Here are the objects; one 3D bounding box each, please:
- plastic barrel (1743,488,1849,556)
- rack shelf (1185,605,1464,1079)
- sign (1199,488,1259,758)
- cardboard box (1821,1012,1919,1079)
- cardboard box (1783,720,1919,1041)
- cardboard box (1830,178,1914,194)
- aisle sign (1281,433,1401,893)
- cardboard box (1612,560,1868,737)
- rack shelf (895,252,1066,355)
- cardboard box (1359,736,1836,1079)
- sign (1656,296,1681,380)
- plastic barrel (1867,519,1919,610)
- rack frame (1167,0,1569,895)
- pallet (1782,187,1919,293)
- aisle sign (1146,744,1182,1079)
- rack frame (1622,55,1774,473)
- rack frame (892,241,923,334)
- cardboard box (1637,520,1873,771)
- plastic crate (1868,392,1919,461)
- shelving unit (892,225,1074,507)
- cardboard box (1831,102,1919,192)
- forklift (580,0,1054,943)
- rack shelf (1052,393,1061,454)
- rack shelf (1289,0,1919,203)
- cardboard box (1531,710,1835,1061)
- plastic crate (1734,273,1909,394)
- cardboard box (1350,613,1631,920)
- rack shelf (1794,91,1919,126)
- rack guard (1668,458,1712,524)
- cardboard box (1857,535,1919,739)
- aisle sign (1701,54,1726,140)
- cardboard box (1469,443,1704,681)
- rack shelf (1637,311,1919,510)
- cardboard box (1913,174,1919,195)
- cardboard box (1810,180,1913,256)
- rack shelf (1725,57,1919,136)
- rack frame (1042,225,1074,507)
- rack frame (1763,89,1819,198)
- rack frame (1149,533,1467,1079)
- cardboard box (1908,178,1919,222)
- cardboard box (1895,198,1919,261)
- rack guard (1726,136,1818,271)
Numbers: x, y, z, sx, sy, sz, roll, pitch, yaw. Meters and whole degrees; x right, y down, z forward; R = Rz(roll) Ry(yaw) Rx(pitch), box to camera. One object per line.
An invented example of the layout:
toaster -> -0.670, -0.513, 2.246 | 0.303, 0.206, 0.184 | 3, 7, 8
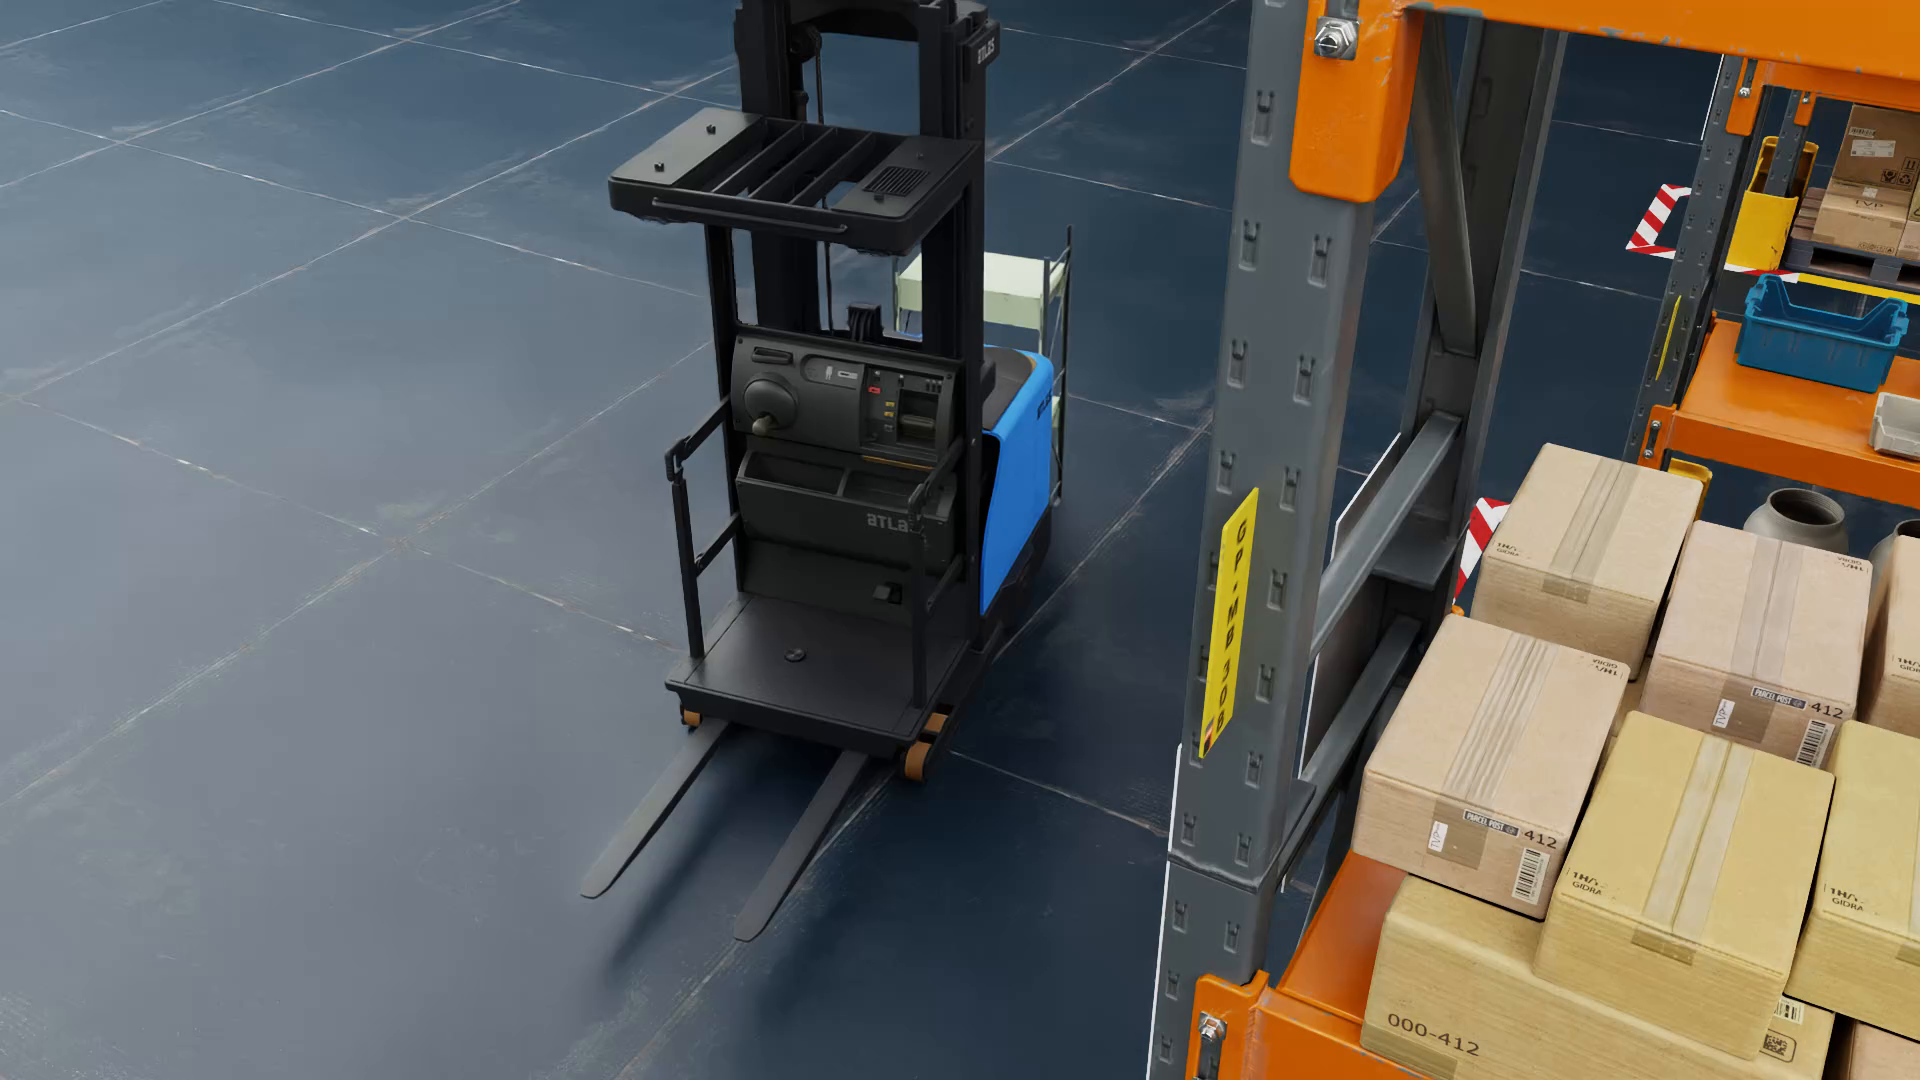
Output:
plastic barrel -> 3.643, 0.071, 7.303 | 0.421, 0.512, 0.421 | 0, 34, 0
rack shelf -> 2.313, 1.051, 1.909 | 4.000, 0.370, 1.077 | 18, 37, 24
sign -> 0.307, 0.099, 1.901 | 0.005, 0.325, 0.100 | 18, 37, 24
cardboard box -> 1.317, 0.659, 1.983 | 0.500, 0.250, 0.500 | 17, 37, 23
cardboard box -> 1.158, 0.413, 1.993 | 0.250, 0.149, 0.380 | 17, 37, 24
cardboard box -> 6.107, -2.341, 11.162 | 0.500, 0.250, 0.500 | 18, 37, 24
aisle sign -> 0.672, 0.206, 2.889 | 0.004, 0.787, 0.394 | 18, 37, 24
cardboard box -> 1.121, 0.274, 2.561 | 0.500, 0.250, 0.500 | 18, 38, 25
rack shelf -> 0.107, -1.133, 7.894 | 0.720, 0.370, 0.431 | 11, 35, 16
cardboard box -> 0.867, 0.520, 2.191 | 0.500, 0.250, 0.500 | 19, 38, 26
sign -> 2.757, -0.785, 6.474 | 0.005, 0.325, 0.100 | 18, 37, 24
plastic barrel -> 4.079, 0.209, 7.096 | 0.421, 0.512, 0.421 | 0, 34, 0
rack frame -> 0.577, -1.047, 1.704 | 0.127, 3.000, 1.000 | 18, 37, 24
pallet -> 6.180, -1.966, 11.011 | 1.213, 0.211, 1.003 | 18, 37, 24
aisle sign -> 0.374, 0.495, 2.455 | 0.004, 0.787, 0.394 | 18, 37, 24
rack frame -> 3.034, -0.934, 6.946 | 0.127, 3.000, 1.000 | 18, 37, 24
rack frame -> -0.237, -0.877, 8.213 | 0.023, 1.500, 0.400 | 11, 35, 16
cardboard box -> 1.140, 0.152, 2.385 | 0.250, 0.149, 0.380 | 16, 37, 23
plastic crate -> 3.651, -0.423, 6.417 | 0.250, 0.136, 0.298 | 18, 37, 24
shelving unit -> 0.107, -0.808, 8.110 | 0.755, 1.500, 0.431 | 11, 35, 16
cardboard box -> 6.108, -2.655, 10.955 | 0.500, 0.500, 0.500 | 18, 37, 24
forklift -> -0.535, -0.494, 6.348 | 1.130, 2.935, 3.031 | 11, 35, 16
rack shelf -> 0.107, -0.537, 8.290 | 0.720, 0.370, 0.431 | 11, 35, 16
rack shelf -> 2.313, -0.197, 1.078 | 4.000, 0.370, 1.077 | 18, 37, 24
cardboard box -> 0.878, 0.403, 2.009 | 0.250, 0.149, 0.380 | 18, 38, 25
plastic crate -> 3.617, -0.878, 6.997 | 0.616, 0.251, 0.499 | 18, 37, 24
cardboard box -> 0.701, 0.285, 2.186 | 0.250, 0.149, 0.380 | 17, 37, 24
rack shelf -> 7.232, -2.467, 9.897 | 4.000, 0.370, 1.077 | 18, 37, 24
rack guard -> 3.123, 0.105, 7.641 | 0.348, 0.500, 1.175 | 18, 37, 24
cardboard box -> 1.432, 0.174, 2.351 | 0.250, 0.149, 0.380 | 16, 37, 22
aisle sign -> 2.826, -1.895, 6.043 | 0.004, 0.787, 0.394 | 18, 37, 24
cardboard box -> 0.972, 0.024, 2.577 | 0.250, 0.149, 0.380 | 18, 37, 24
rack shelf -> 4.771, -0.084, 6.319 | 4.000, 0.370, 1.077 | 18, 37, 24
cardboard box -> 6.547, -2.210, 10.964 | 0.500, 0.250, 0.500 | 18, 37, 24
cardboard box -> 5.850, -2.092, 10.787 | 0.500, 0.250, 0.500 | 18, 37, 24
rack shelf -> 4.771, -1.333, 5.488 | 4.000, 0.370, 1.077 | 18, 37, 24
rack frame -> 0.452, -0.740, 8.007 | 0.023, 1.500, 0.400 | 11, 35, 16
rack frame -> 5.495, -3.316, 10.524 | 0.127, 3.000, 1.000 | 18, 37, 24
rack frame -> 0.577, 1.450, 3.367 | 0.127, 3.000, 1.000 | 18, 37, 24
cardboard box -> 6.285, -2.268, 10.375 | 0.500, 0.500, 0.500 | 18, 37, 24
cardboard box -> 6.286, -1.956, 10.584 | 0.500, 0.250, 0.500 | 18, 37, 24
rack guard -> 5.474, -2.283, 11.227 | 0.348, 0.500, 1.175 | 18, 37, 24
